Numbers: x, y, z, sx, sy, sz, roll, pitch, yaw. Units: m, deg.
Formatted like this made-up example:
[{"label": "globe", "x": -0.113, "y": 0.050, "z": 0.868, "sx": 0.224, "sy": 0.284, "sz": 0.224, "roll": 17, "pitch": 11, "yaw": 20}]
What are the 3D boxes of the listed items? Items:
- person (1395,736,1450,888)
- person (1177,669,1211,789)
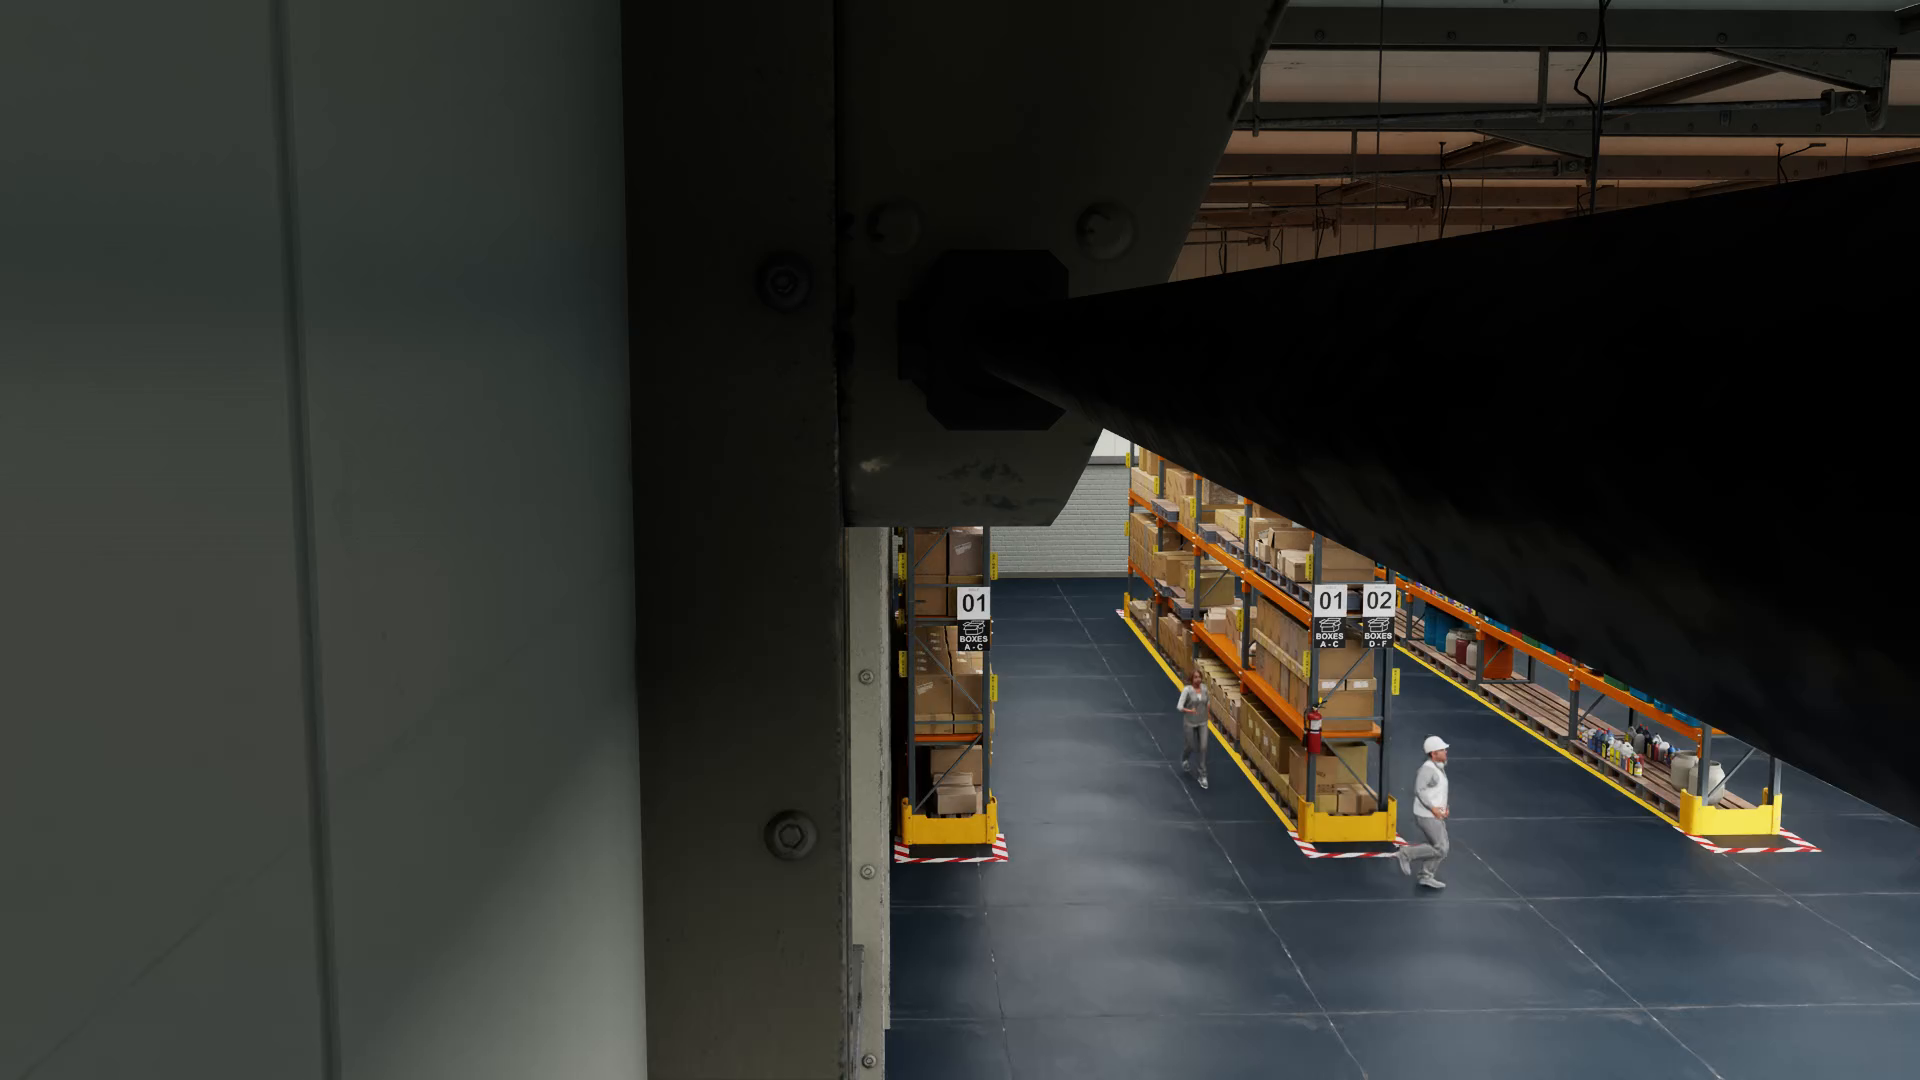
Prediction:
[{"label": "person", "x": 5.263, "y": 3.077, "z": 18.877, "sx": 0.569, "sy": 1.739, "sz": 0.652, "roll": 3, "pitch": 8, "yaw": 21}, {"label": "person", "x": 3.269, "y": 2.571, "z": 23.122, "sx": 0.540, "sy": 1.597, "sz": 0.879, "roll": -1, "pitch": 7, "yaw": -10}]
